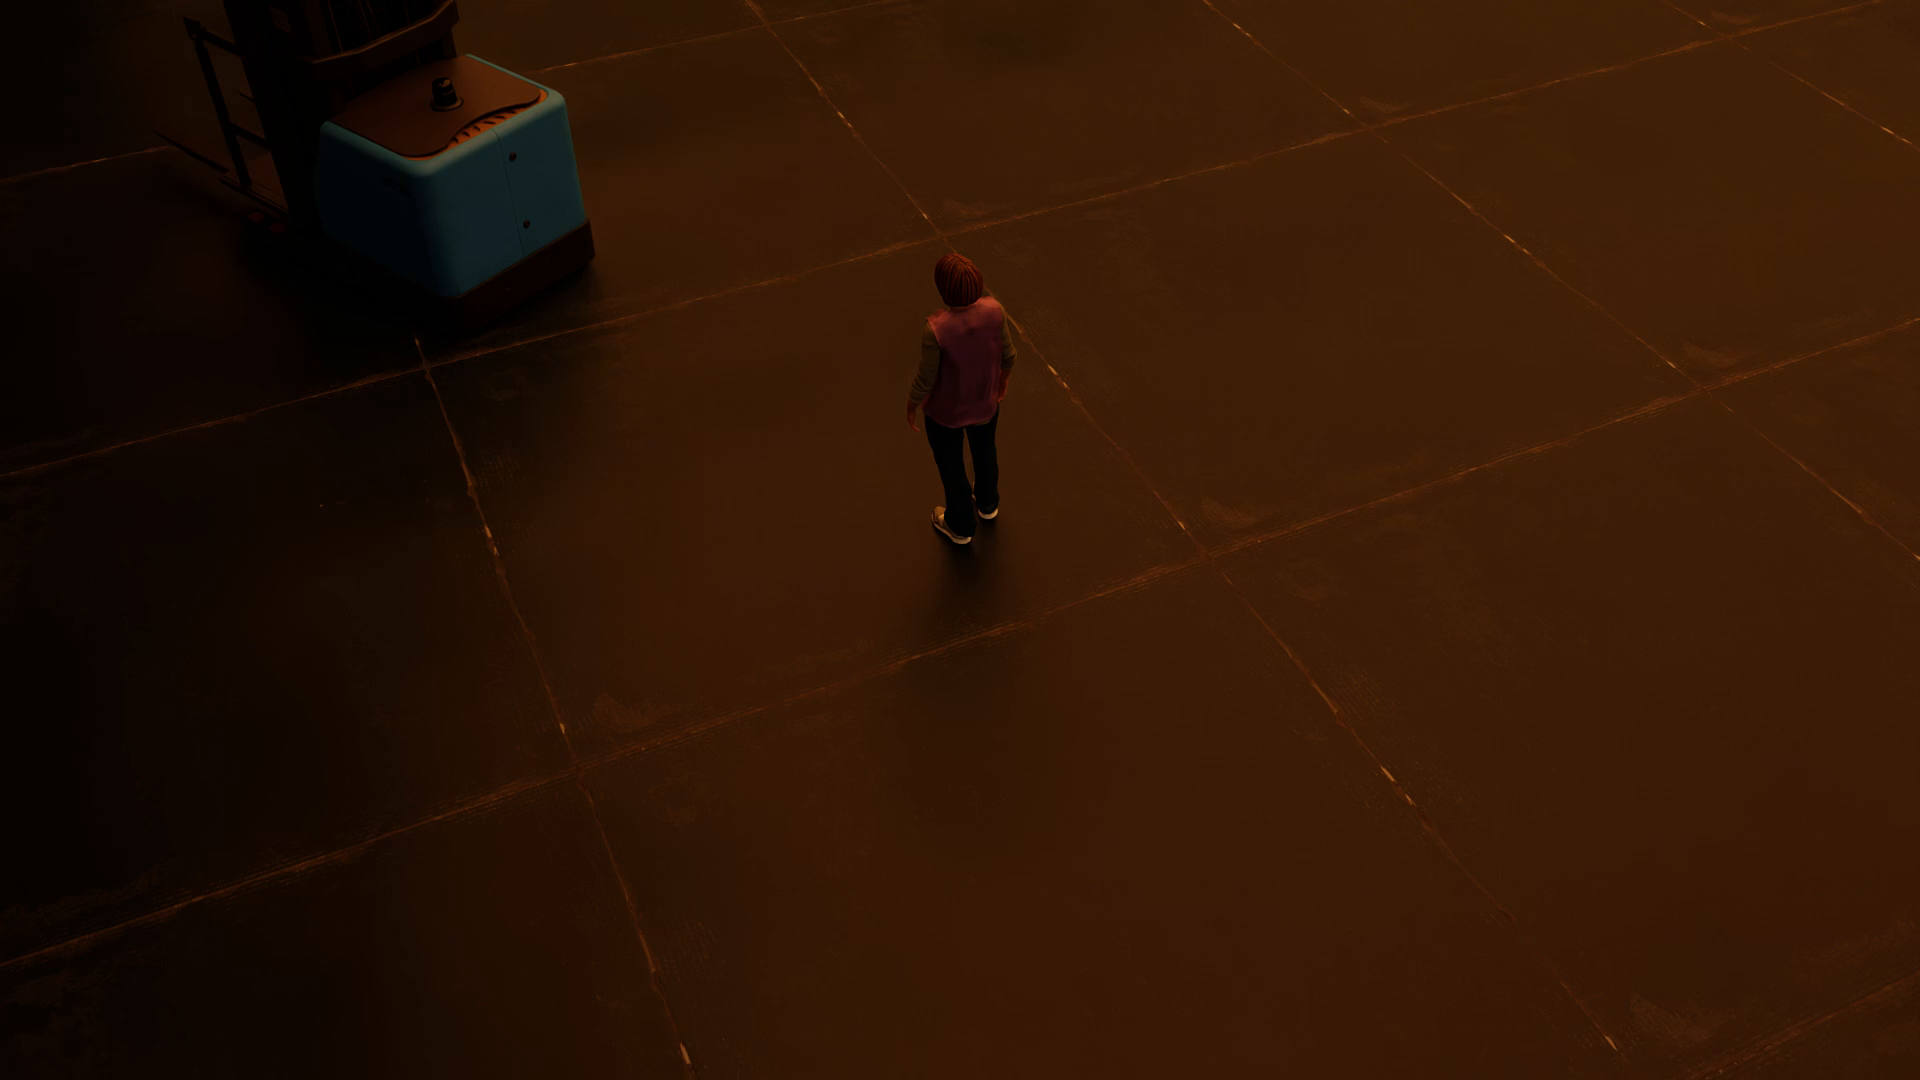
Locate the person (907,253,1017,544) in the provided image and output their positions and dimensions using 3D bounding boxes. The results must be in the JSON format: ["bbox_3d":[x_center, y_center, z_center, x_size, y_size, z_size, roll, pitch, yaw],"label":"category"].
[{"bbox_3d":[-0.018,-0.639,7.332,0.520,1.597,0.476,-18,46,-18],"label":"person"}]

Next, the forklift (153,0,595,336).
[{"bbox_3d":[-3.554,-2.993,8.887,3.031,2.935,1.130,28,50,26],"label":"forklift"}]
